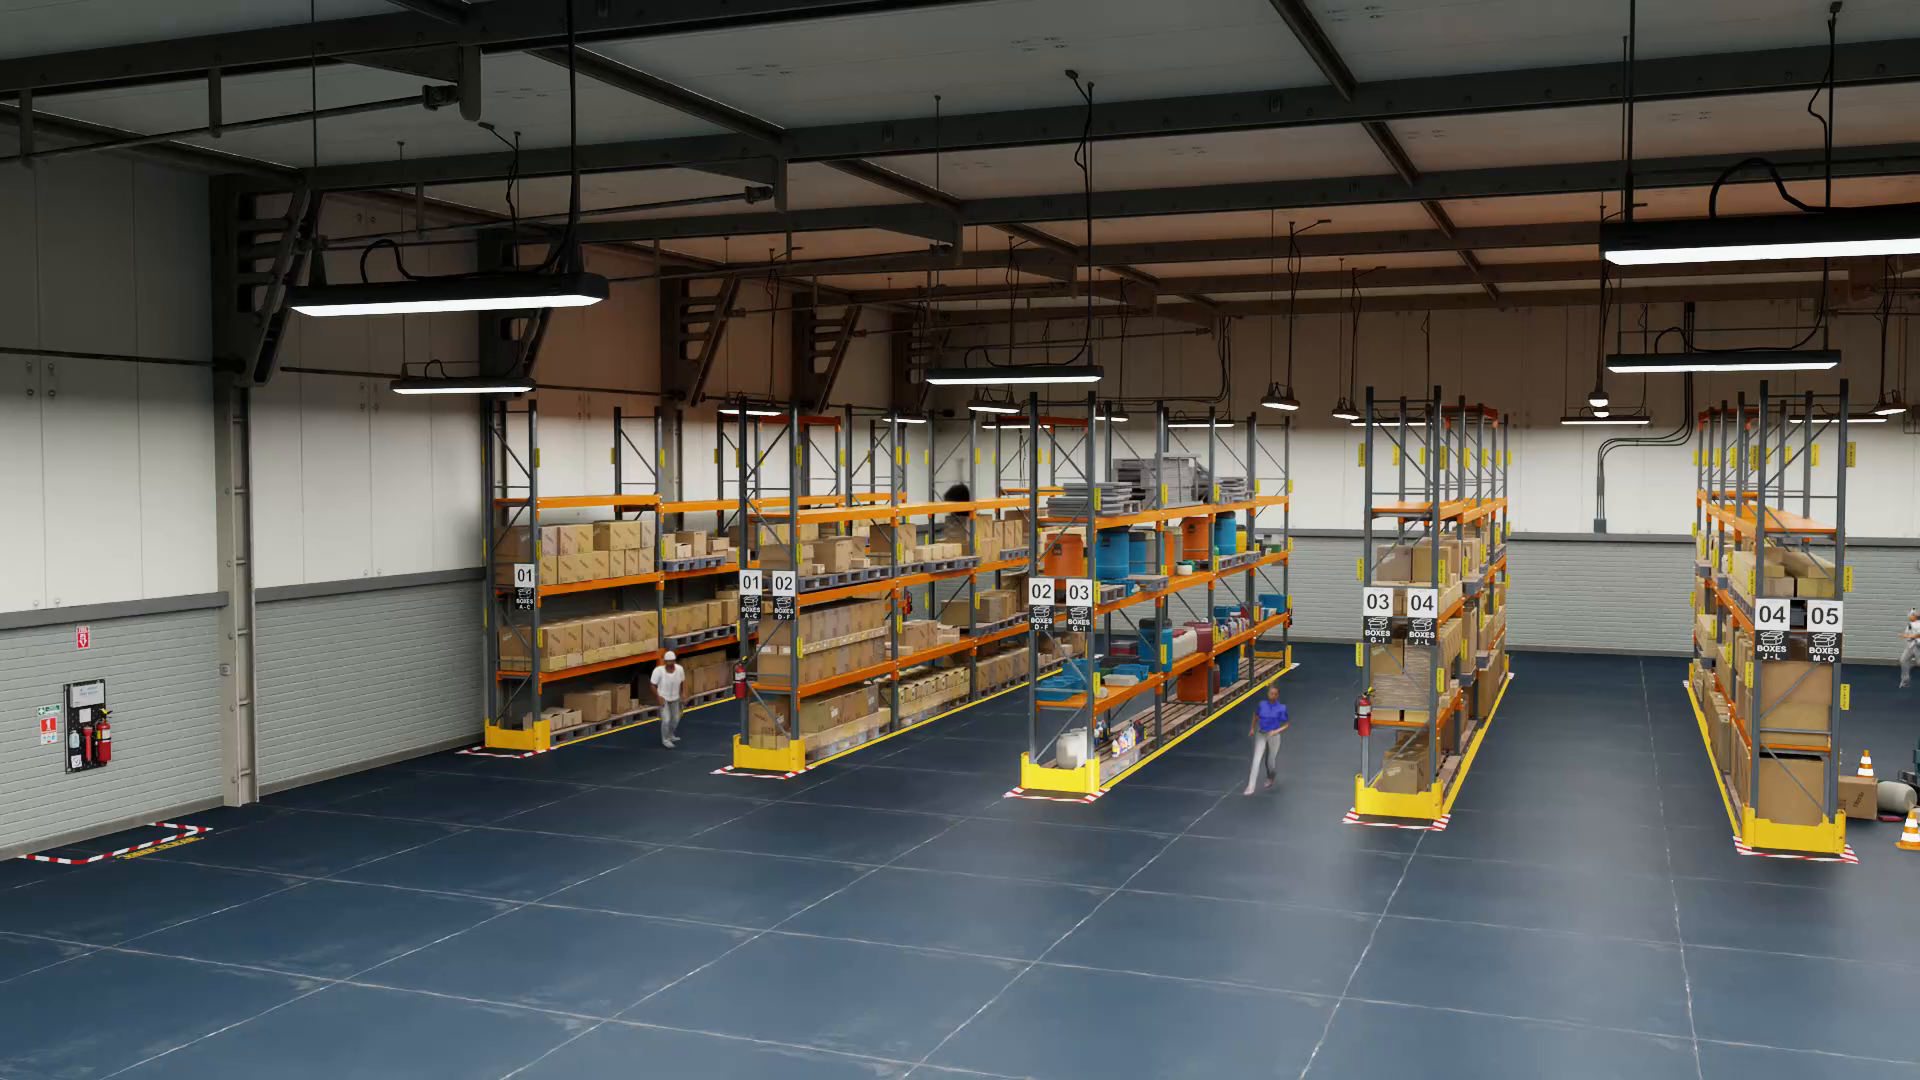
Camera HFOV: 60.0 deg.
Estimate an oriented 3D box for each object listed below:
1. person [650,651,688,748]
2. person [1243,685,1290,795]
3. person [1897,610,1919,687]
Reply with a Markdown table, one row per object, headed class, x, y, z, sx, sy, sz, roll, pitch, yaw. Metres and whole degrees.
| class | x | y | z | sx | sy | sz | roll | pitch | yaw |
| --- | --- | --- | --- | --- | --- | --- | --- | --- | --- |
| person | -5.072 | 2.745 | 28.749 | 0.648 | 1.695 | 0.798 | -2 | 3 | -34 |
| person | 4.566 | 2.935 | 24.607 | 0.626 | 1.586 | 1.017 | 1 | 3 | 24 |
| person | 20.843 | 2.388 | 36.226 | 0.825 | 1.728 | 0.578 | 1 | 3 | 12 |
